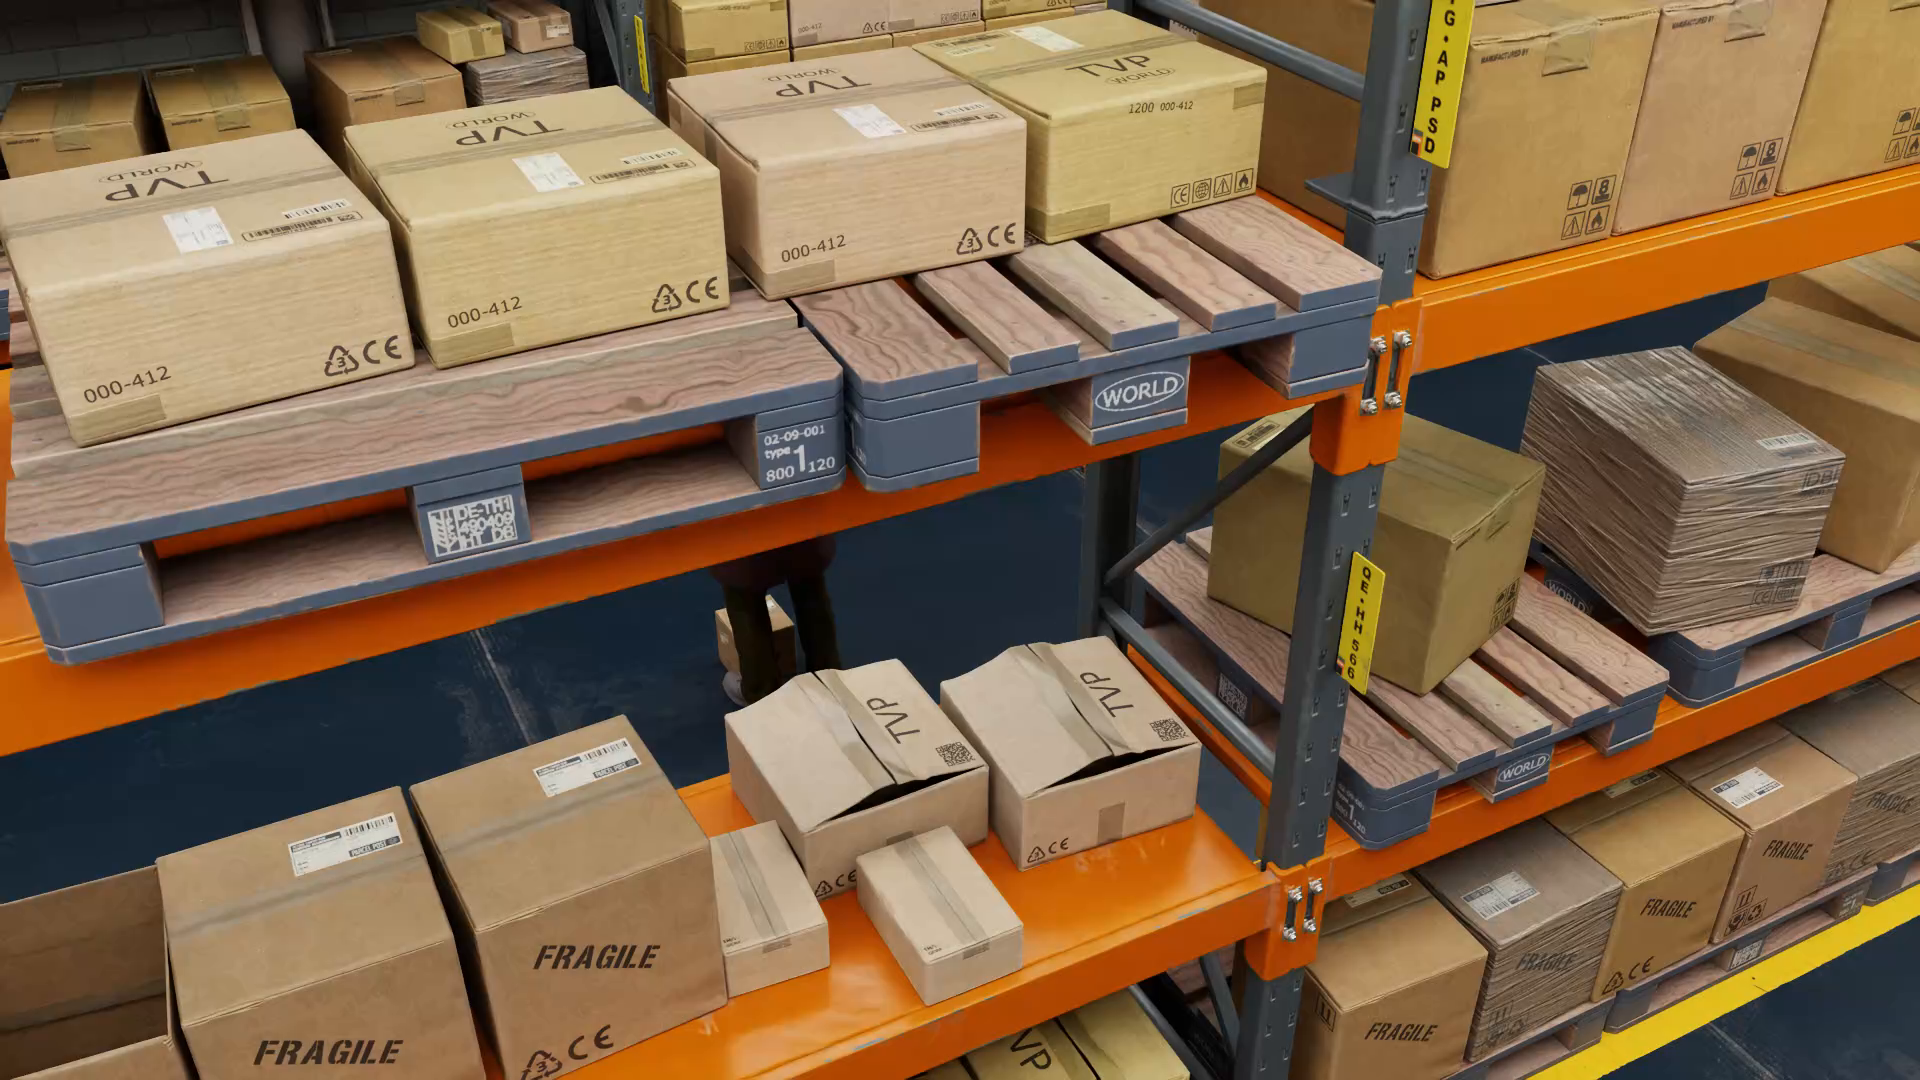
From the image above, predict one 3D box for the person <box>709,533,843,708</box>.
[{"bbox_3d":[-0.729,-0.101,6.311,0.653,1.774,0.416,-17,36,-24],"label":"person"}]
